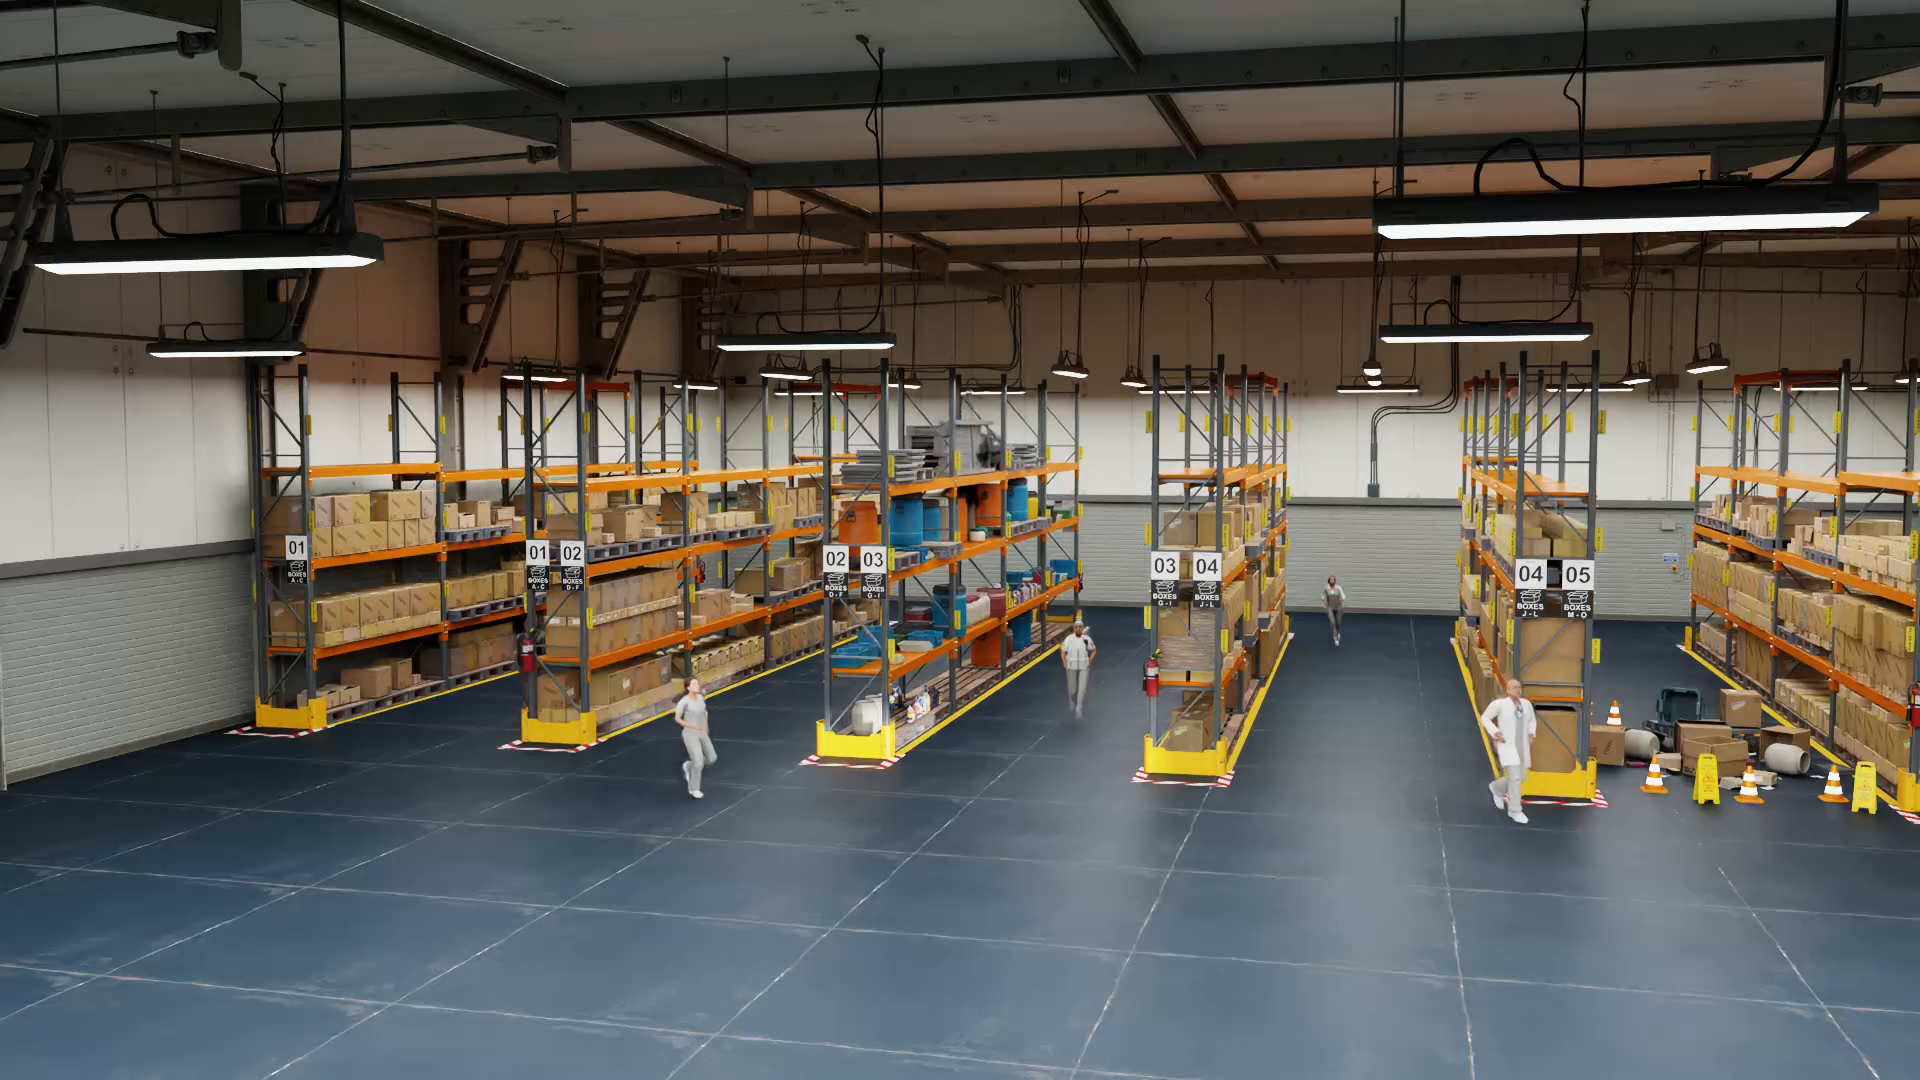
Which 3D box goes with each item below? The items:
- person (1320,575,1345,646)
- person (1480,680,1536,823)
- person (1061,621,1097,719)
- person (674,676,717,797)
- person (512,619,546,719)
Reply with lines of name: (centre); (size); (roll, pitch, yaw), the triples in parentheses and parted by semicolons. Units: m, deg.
person: (8.532, 1.595, 38.058); (0.548, 1.594, 0.775); (1, 4, 8)
person: (7.062, 2.777, 21.313); (0.763, 1.585, 0.822); (-1, 4, -13)
person: (2.005, 2.173, 28.123); (0.612, 1.634, 0.663); (0, 4, 4)
person: (-3.583, 2.644, 22.433); (0.550, 1.627, 0.614); (3, 5, 34)
person: (-7.394, 2.182, 28.605); (0.675, 1.686, 0.971); (1, 4, 14)
